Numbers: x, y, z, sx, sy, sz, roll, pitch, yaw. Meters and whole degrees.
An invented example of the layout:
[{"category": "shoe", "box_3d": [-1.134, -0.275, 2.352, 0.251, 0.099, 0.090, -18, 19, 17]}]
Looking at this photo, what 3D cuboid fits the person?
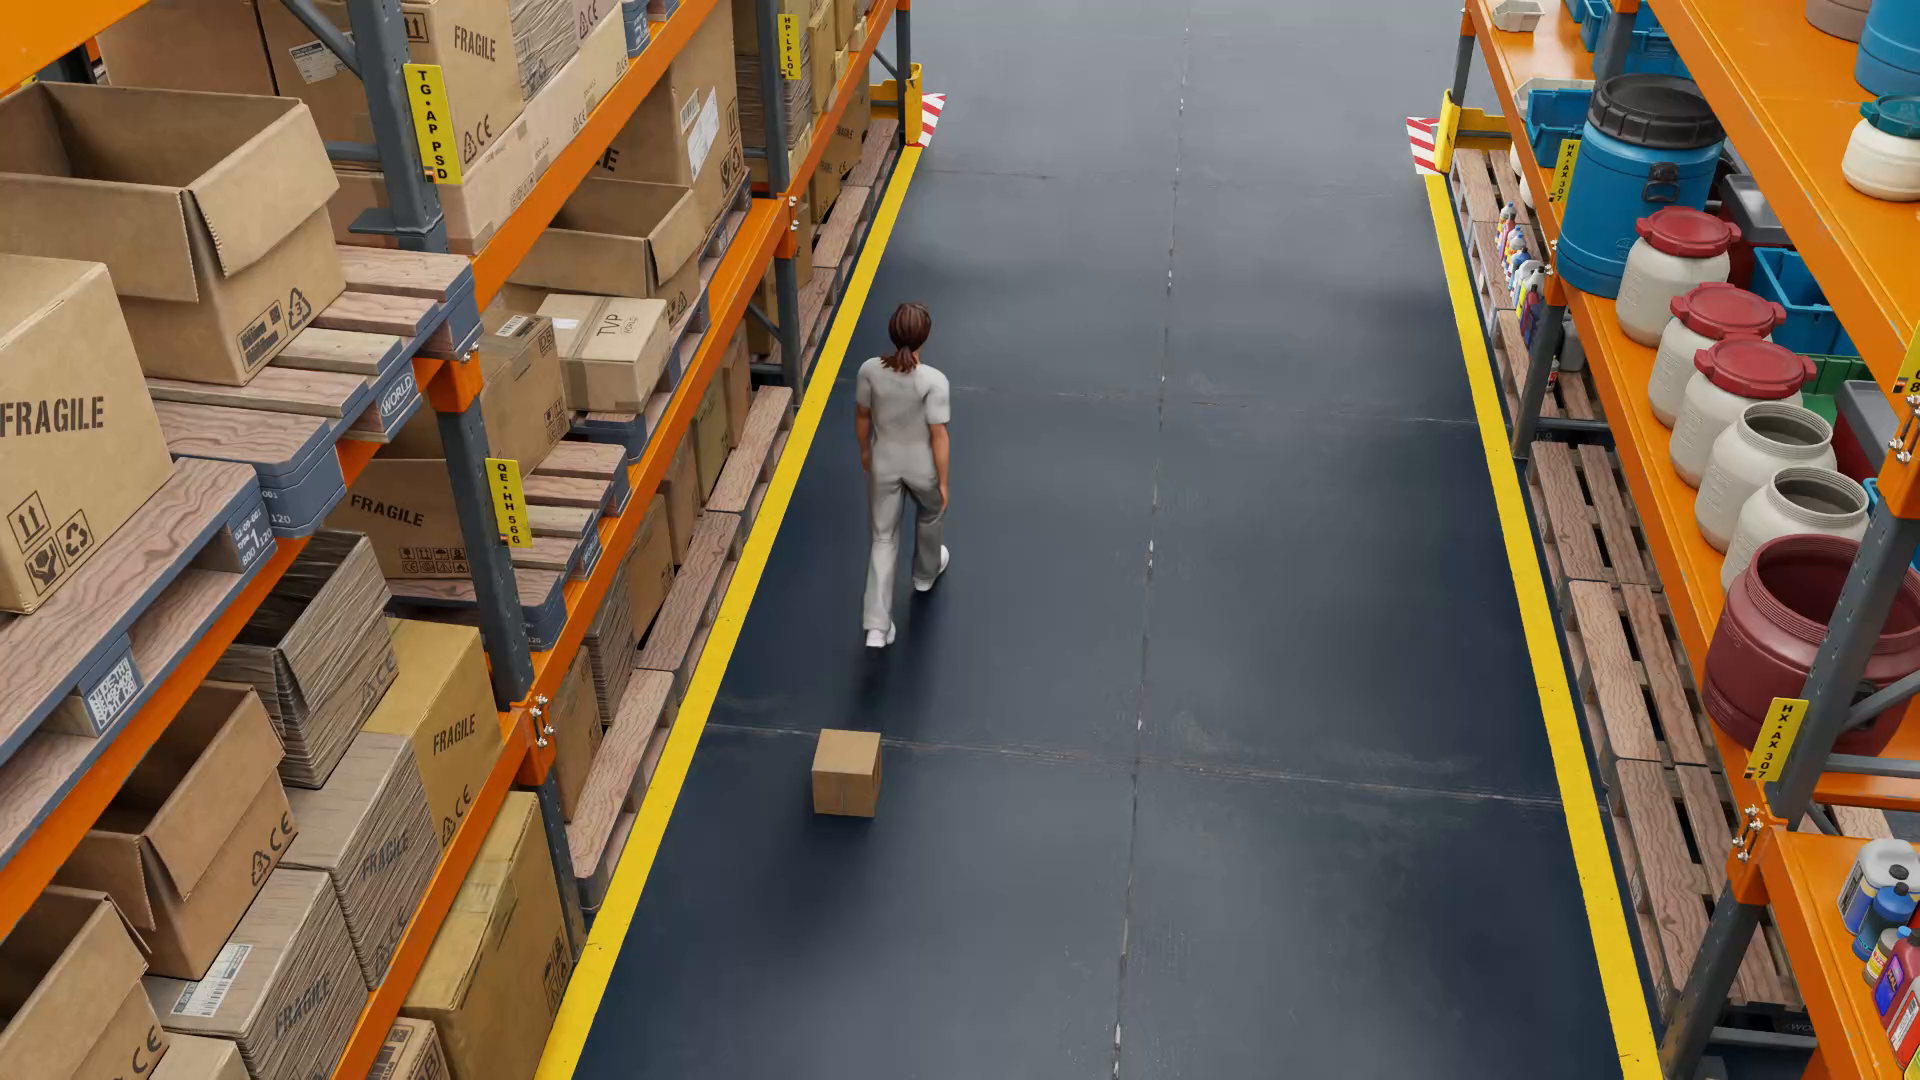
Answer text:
[{"category": "person", "box_3d": [-0.265, -0.300, 7.455, 0.455, 1.628, 0.978, 8, 37, 10]}]
